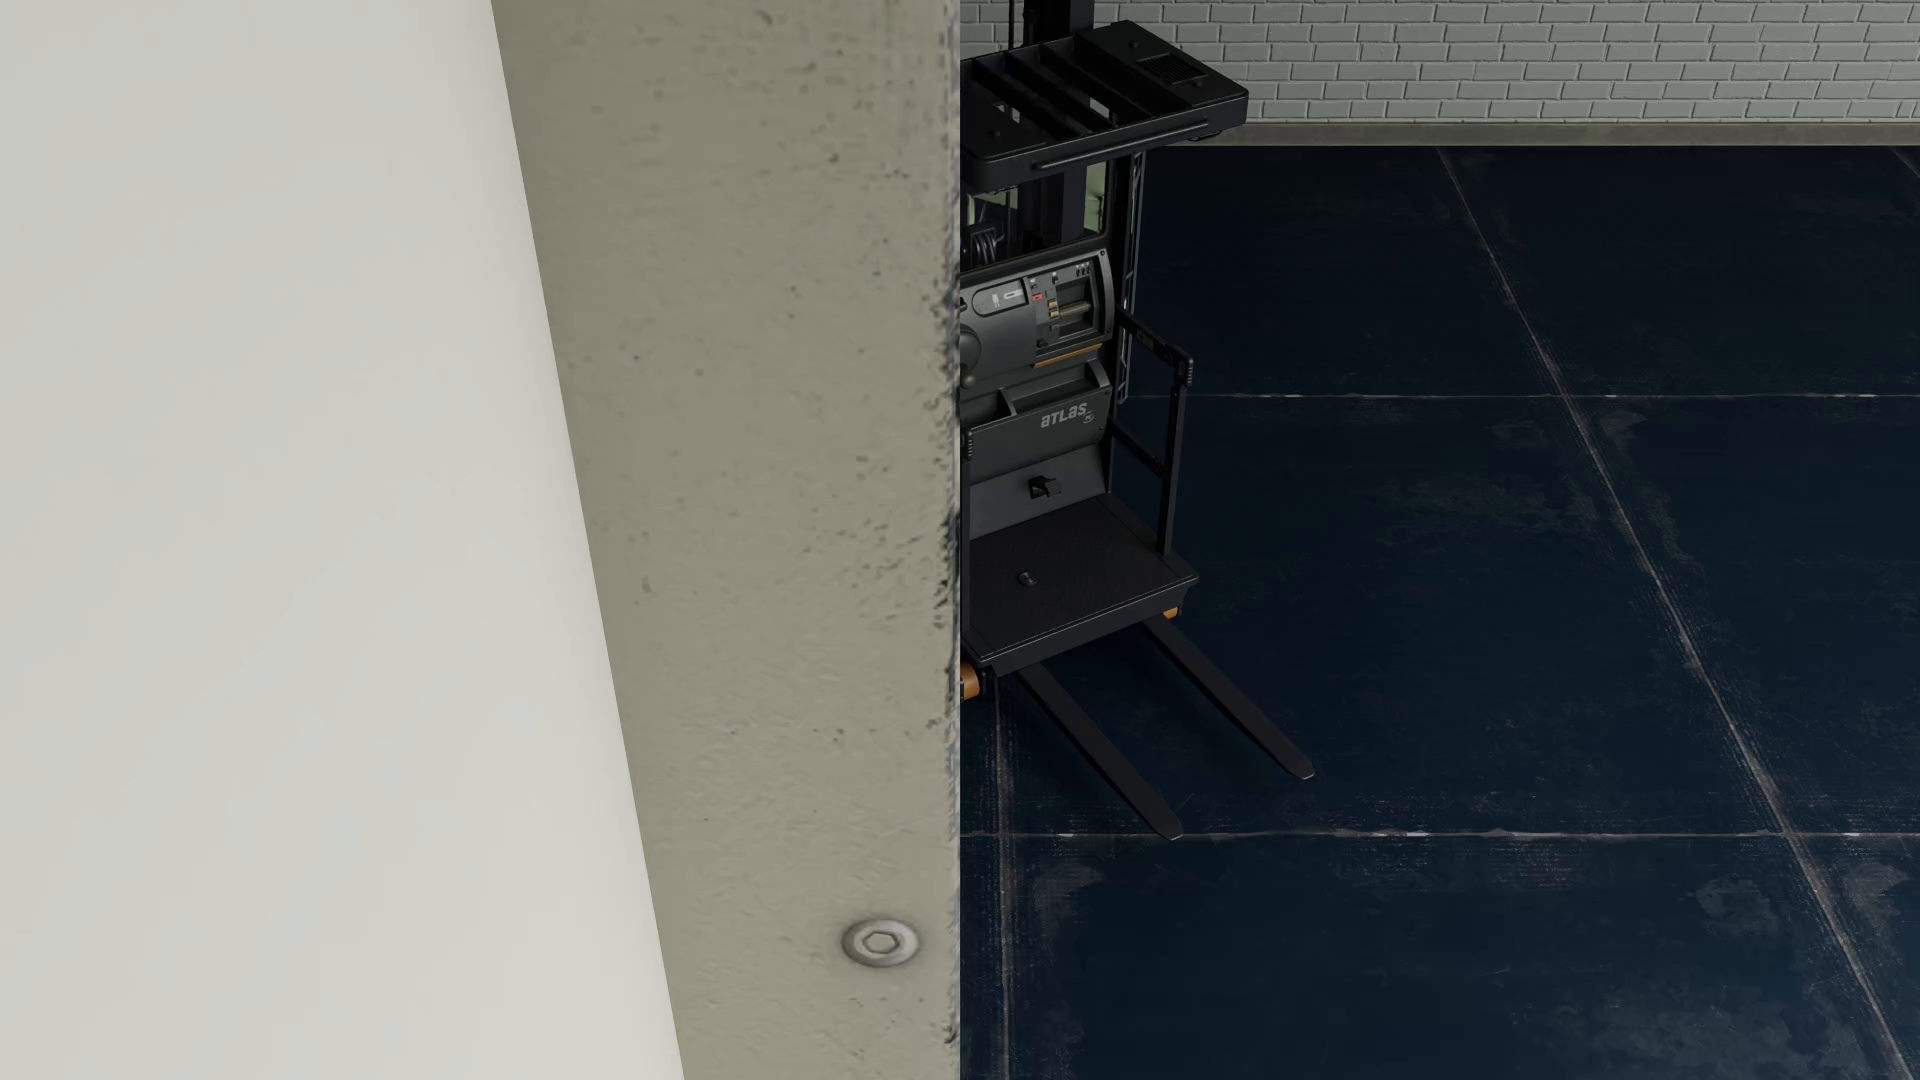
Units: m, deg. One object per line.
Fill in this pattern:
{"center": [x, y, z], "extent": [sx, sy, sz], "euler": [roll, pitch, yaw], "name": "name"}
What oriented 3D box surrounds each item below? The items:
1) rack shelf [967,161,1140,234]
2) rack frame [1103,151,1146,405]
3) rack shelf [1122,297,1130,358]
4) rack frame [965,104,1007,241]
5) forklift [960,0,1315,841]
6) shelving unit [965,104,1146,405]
{"center": [0.448, -1.650, 7.985], "extent": [0.720, 0.370, 0.431], "euler": [20, 43, 24], "name": "rack shelf"}
{"center": [0.762, -1.228, 8.083], "extent": [0.023, 1.500, 0.400], "euler": [20, 43, 24], "name": "rack frame"}
{"center": [0.448, -1.091, 8.433], "extent": [0.720, 0.370, 0.431], "euler": [20, 43, 24], "name": "rack shelf"}
{"center": [0.134, -1.462, 8.376], "extent": [0.023, 1.500, 0.400], "euler": [20, 43, 24], "name": "rack frame"}
{"center": [0.307, -0.805, 6.410], "extent": [1.130, 2.935, 3.031], "euler": [-20, 43, -23], "name": "forklift"}
{"center": [0.448, -1.345, 8.229], "extent": [0.755, 1.500, 0.431], "euler": [20, 43, 24], "name": "shelving unit"}
